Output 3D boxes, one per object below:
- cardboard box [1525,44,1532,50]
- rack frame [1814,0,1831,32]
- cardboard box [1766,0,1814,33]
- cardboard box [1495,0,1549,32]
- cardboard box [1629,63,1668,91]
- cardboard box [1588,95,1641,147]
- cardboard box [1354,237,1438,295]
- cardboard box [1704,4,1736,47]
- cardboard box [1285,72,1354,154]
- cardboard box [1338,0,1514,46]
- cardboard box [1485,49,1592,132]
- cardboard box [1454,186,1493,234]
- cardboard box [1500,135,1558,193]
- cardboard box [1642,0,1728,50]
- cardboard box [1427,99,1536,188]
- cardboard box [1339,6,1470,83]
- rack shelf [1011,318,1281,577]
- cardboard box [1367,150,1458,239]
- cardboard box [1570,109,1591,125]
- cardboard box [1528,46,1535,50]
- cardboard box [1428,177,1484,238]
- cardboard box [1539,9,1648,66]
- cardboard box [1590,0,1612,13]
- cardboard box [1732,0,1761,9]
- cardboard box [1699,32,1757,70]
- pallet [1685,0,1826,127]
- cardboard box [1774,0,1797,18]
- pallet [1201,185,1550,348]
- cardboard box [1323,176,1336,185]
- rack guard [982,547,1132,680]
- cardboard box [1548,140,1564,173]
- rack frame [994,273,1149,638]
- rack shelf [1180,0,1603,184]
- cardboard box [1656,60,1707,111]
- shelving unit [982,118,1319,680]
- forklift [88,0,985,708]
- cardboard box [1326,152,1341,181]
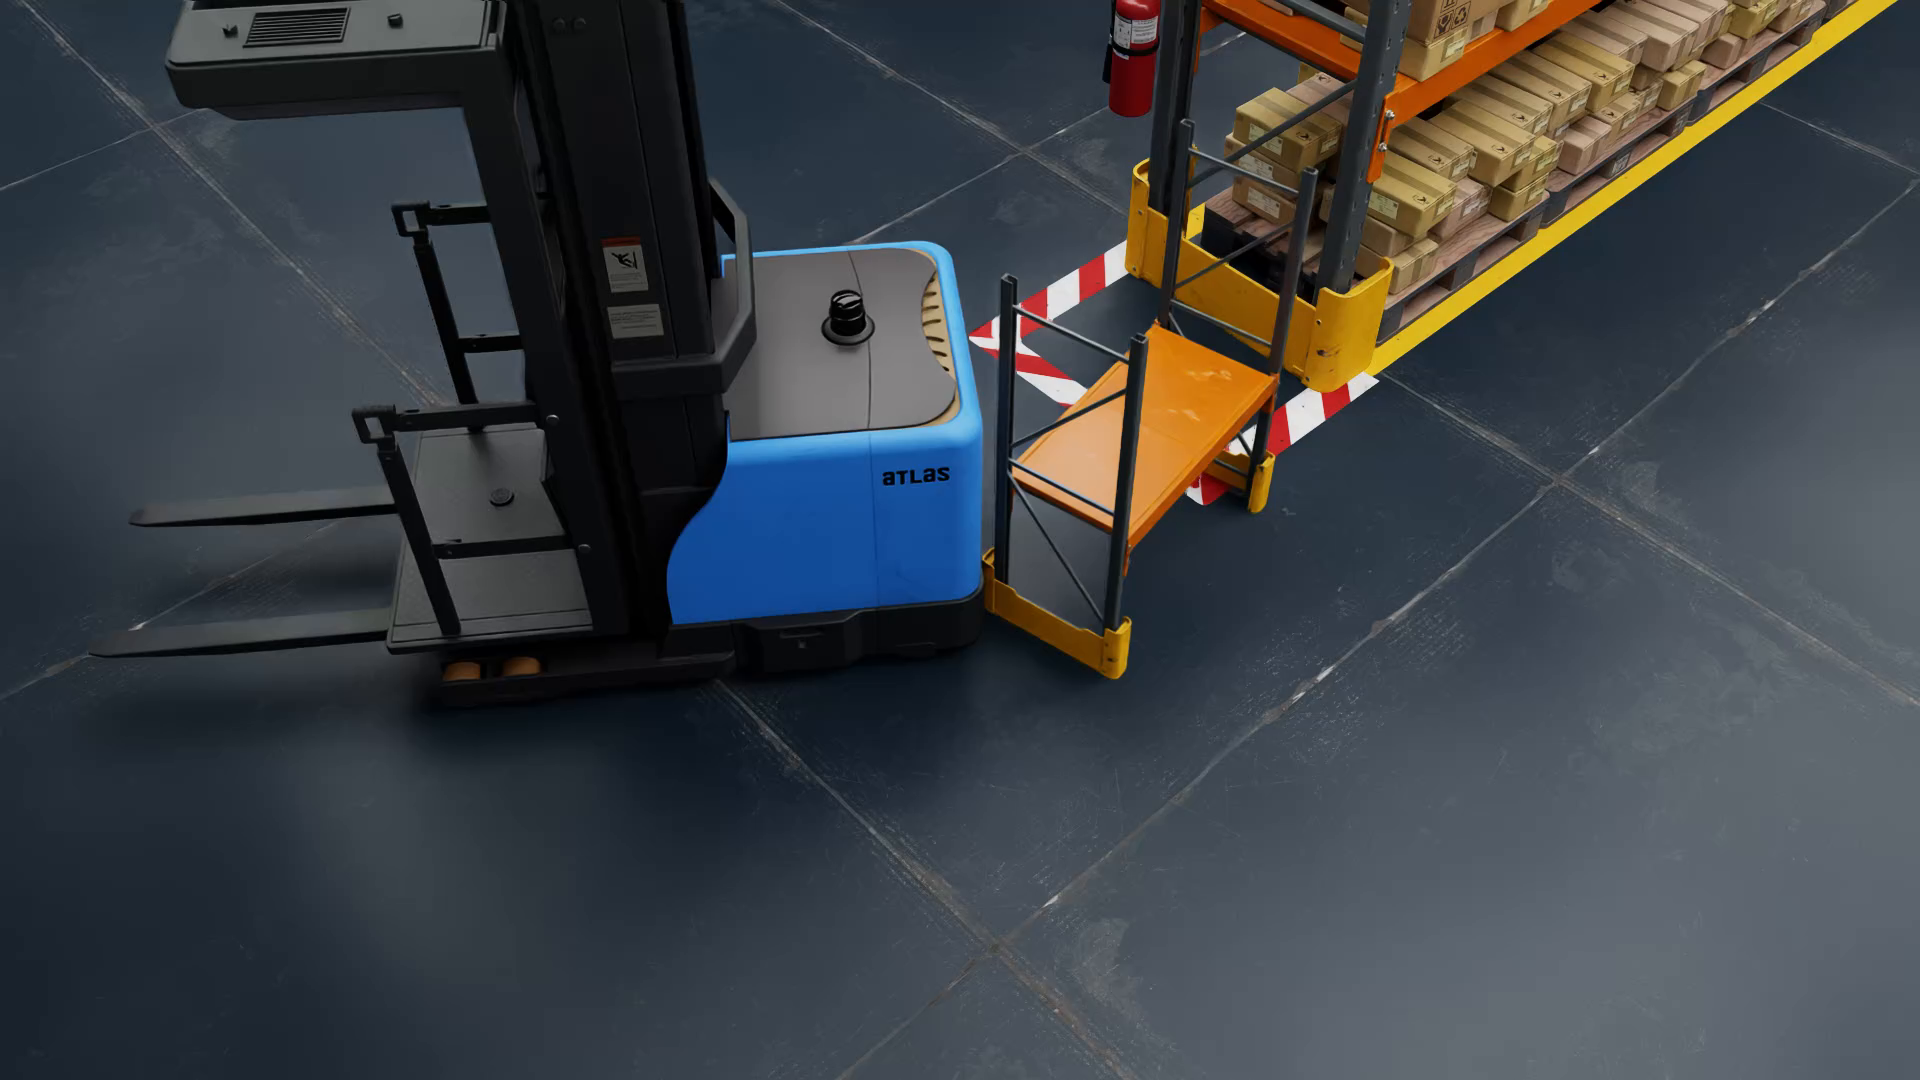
[{"bbox_3d":[2.510,-2.445,7.916,0.250,0.149,0.380,-33,55,-27],"label":"cardboard box"},{"bbox_3d":[4.126,-3.941,7.845,0.127,3.000,1.000,-34,56,-27],"label":"rack frame"},{"bbox_3d":[4.065,-2.737,8.389,0.250,0.149,0.380,-33,55,-27],"label":"cardboard box"},{"bbox_3d":[2.022,-2.112,6.329,0.250,0.149,0.380,-35,56,-28],"label":"cardboard box"},{"bbox_3d":[3.090,-2.277,7.762,0.380,0.149,0.250,36,57,29],"label":"cardboard box"},{"bbox_3d":[2.905,-1.996,7.705,0.250,0.149,0.380,-34,56,-27],"label":"cardboard box"},{"bbox_3d":[1.769,-1.224,6.992,0.250,0.149,0.380,-33,55,-26],"label":"cardboard box"},{"bbox_3d":[3.477,-2.535,8.000,0.250,0.149,0.380,-33,55,-27],"label":"cardboard box"},{"bbox_3d":[1.612,-1.833,7.150,0.250,0.149,0.380,-33,55,-26],"label":"cardboard box"},{"bbox_3d":[1.684,-2.170,5.940,0.500,0.500,0.500,-31,55,-26],"label":"cardboard box"},{"bbox_3d":[2.517,-1.971,7.277,0.250,0.149,0.380,-32,55,-26],"label":"cardboard box"},{"bbox_3d":[2.087,-1.524,7.269,0.250,0.149,0.380,-33,55,-27],"label":"cardboard box"},{"bbox_3d":[2.352,-1.701,7.230,0.250,0.149,0.380,-32,55,-26],"label":"cardboard box"},{"bbox_3d":[3.313,-2.456,7.724,0.380,0.149,0.250,36,57,29],"label":"cardboard box"},{"bbox_3d":[2.178,-1.671,7.000,0.250,0.149,0.380,-34,56,-27],"label":"cardboard box"},{"bbox_3d":[1.626,-1.860,6.096,0.250,0.149,0.380,-34,56,-27],"label":"cardboard box"},{"bbox_3d":[0.632,-0.346,5.793,0.538,0.185,1.000,28,53,24],"label":"rack shelf"},{"bbox_3d":[1.782,-1.415,6.764,0.250,0.149,0.380,-36,57,-29],"label":"cardboard box"},{"bbox_3d":[2.657,-2.040,7.543,0.250,0.149,0.380,-31,54,-25],"label":"cardboard box"},{"bbox_3d":[2.708,-2.448,8.121,0.250,0.149,0.380,-35,56,-28],"label":"cardboard box"},{"bbox_3d":[1.967,-1.464,7.011,0.250,0.149,0.380,-34,56,-27],"label":"cardboard box"},{"bbox_3d":[2.865,-2.253,7.537,0.250,0.149,0.380,-34,56,-27],"label":"cardboard box"},{"bbox_3d":[2.938,-2.643,8.099,0.250,0.149,0.380,-31,55,-26],"label":"cardboard box"},{"bbox_3d":[3.696,-2.726,7.973,0.250,0.149,0.380,-34,56,-27],"label":"cardboard box"},{"bbox_3d":[3.664,-2.489,8.159,0.250,0.149,0.380,-36,57,-28],"label":"cardboard box"},{"bbox_3d":[3.653,-2.644,8.546,1.213,0.211,1.003,-34,56,-27],"label":"pallet"},{"bbox_3d":[3.915,-2.748,8.196,0.380,0.149,0.250,36,57,29],"label":"cardboard box"},{"bbox_3d":[1.847,-1.437,7.433,1.213,0.211,1.003,-34,56,-27],"label":"pallet"},{"bbox_3d":[1.538,-1.695,7.427,0.250,0.149,0.380,-32,55,-26],"label":"cardboard box"},{"bbox_3d":[0.331,0.256,5.844,0.587,0.250,0.087,28,53,24],"label":"rack guard"},{"bbox_3d":[2.474,-1.769,7.495,0.250,0.149,0.380,-34,56,-27],"label":"cardboard box"},{"bbox_3d":[0.330,-0.167,5.383,0.500,1.500,0.032,28,53,24],"label":"rack frame"},{"bbox_3d":[2.646,-2.708,7.197,4.000,0.370,1.077,-34,56,-27],"label":"rack shelf"},{"bbox_3d":[3.299,-2.225,7.917,0.250,0.149,0.380,-34,56,-27],"label":"cardboard box"},{"bbox_3d":[0.626,-0.462,5.656,0.587,1.500,1.083,28,53,24],"label":"shelving unit"},{"bbox_3d":[-1.470,-0.833,5.025,3.031,2.935,1.130,-5,47,-5],"label":"forklift"},{"bbox_3d":[1.594,-1.756,7.281,0.250,0.149,0.380,-35,56,-28],"label":"cardboard box"}]
